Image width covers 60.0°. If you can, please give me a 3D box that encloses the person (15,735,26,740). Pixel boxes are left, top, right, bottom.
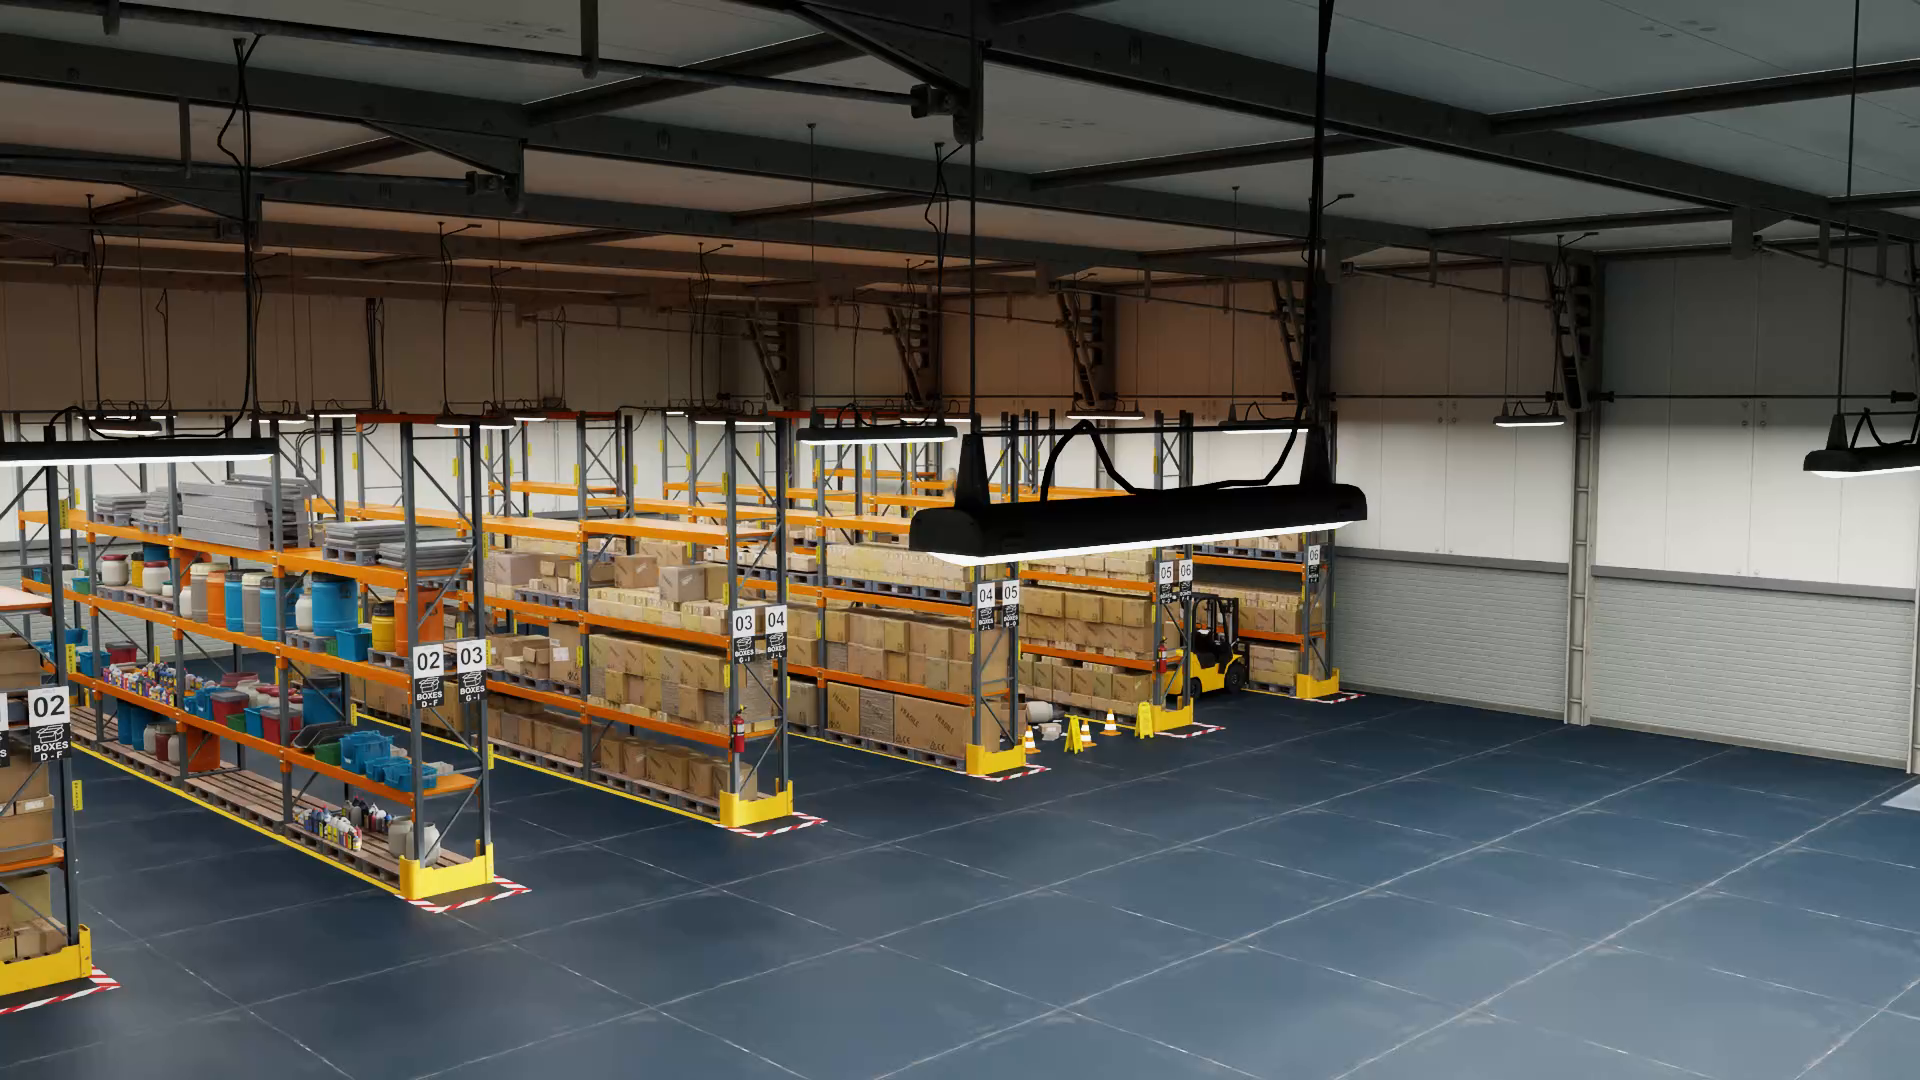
[{"bbox_3d":[-14.801,3.298,25.865,0.787,1.616,0.555,4,7,40],"label":"person"}]
